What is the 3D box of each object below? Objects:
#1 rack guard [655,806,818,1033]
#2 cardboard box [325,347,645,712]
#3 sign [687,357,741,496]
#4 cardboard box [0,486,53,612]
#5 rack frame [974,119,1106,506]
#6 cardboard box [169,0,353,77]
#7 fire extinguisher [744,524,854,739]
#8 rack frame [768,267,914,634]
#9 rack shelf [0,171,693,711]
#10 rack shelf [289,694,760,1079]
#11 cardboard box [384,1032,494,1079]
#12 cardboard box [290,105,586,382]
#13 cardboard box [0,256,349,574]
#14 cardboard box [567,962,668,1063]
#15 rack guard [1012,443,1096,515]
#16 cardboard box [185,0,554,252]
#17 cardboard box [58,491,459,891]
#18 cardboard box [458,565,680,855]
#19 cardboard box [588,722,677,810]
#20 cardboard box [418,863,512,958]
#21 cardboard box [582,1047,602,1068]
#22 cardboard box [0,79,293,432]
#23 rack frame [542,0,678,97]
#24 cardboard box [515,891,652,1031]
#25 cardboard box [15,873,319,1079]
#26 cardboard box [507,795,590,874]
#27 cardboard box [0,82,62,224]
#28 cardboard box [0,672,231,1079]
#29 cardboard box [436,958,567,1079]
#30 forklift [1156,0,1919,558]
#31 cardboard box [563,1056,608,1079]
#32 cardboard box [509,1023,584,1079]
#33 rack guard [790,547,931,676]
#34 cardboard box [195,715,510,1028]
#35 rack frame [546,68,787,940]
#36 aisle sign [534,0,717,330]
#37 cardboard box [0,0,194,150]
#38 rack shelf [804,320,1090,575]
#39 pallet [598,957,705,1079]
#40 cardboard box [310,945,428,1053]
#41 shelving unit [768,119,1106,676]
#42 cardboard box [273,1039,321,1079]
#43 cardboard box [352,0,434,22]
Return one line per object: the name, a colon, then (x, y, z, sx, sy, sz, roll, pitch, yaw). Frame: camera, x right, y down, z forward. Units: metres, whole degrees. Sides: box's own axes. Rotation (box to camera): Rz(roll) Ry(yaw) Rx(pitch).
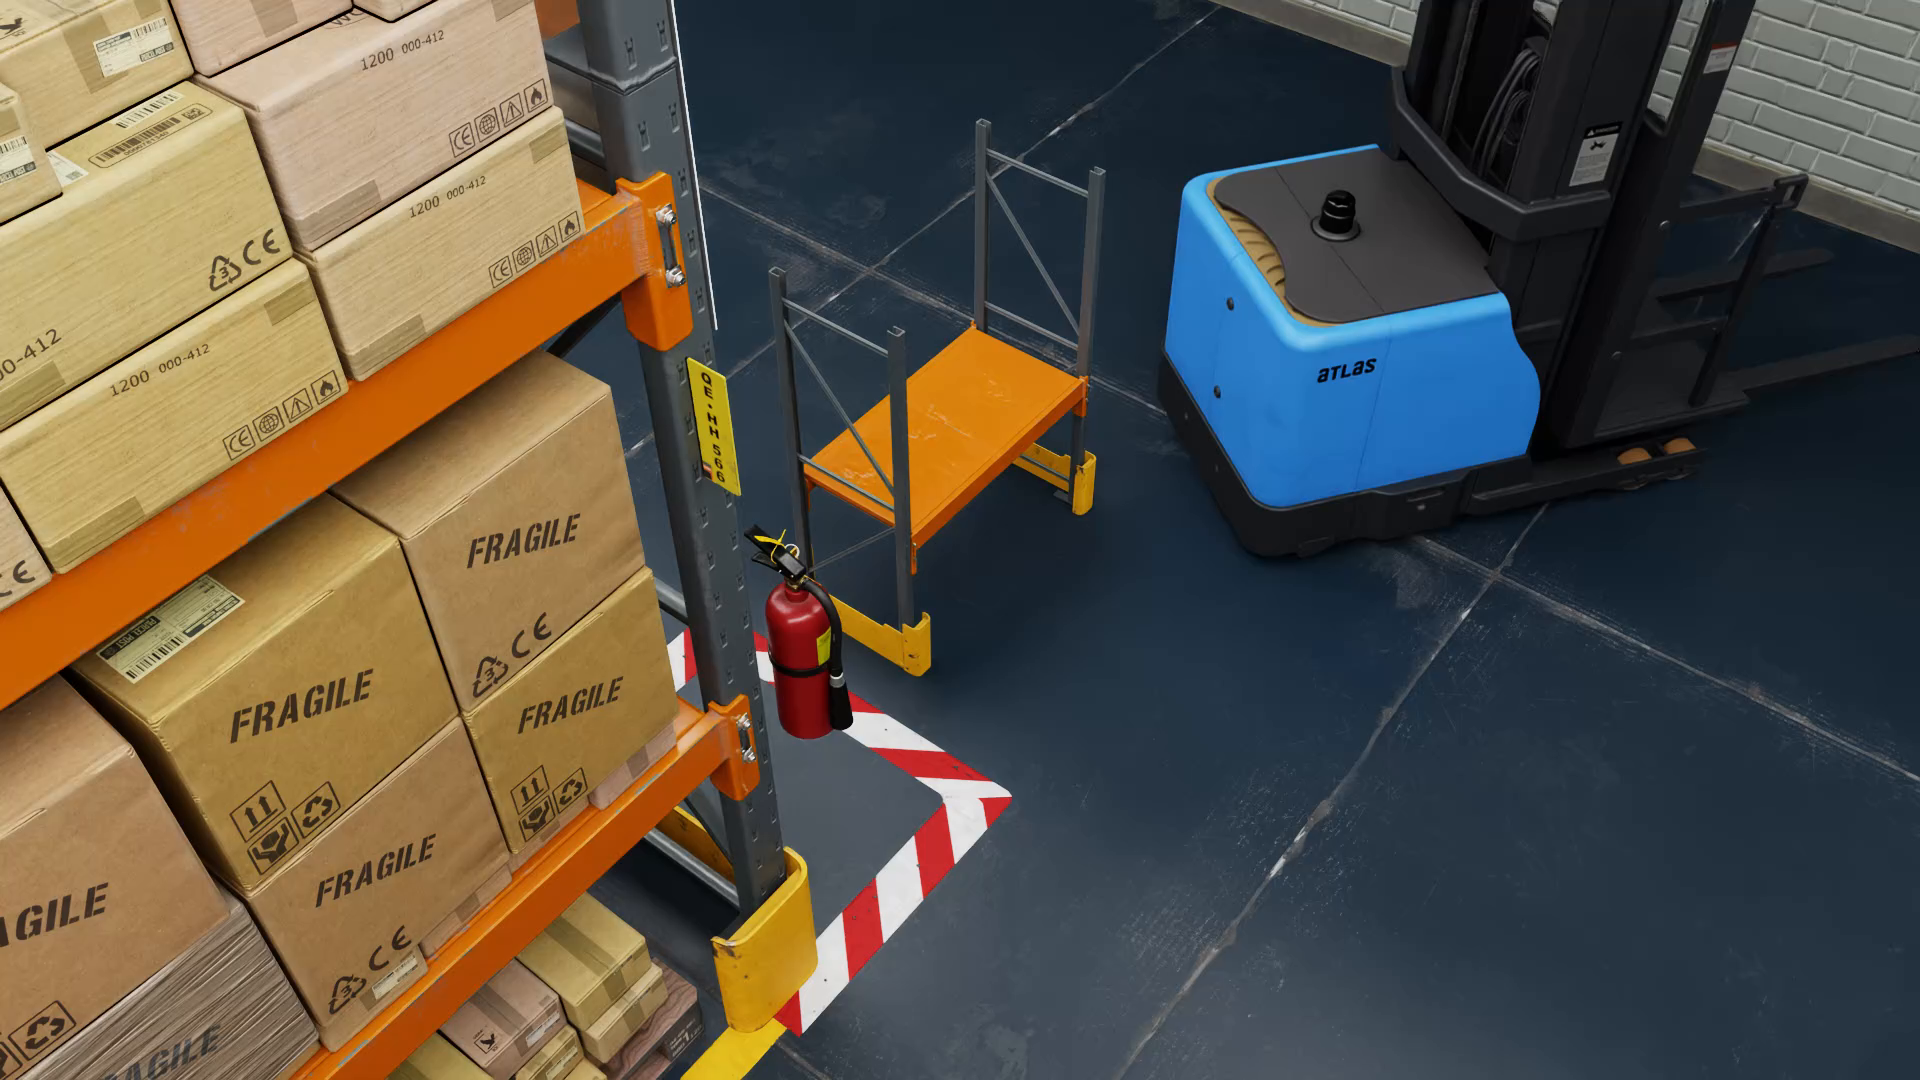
rack guard: (-0.971, 0.934, 5.012, 1.175, 0.500, 0.348, 29, 53, 25)
cardboard box: (-1.007, -0.084, 3.289, 0.500, 0.500, 0.500, 28, 52, 24)
sign: (-0.497, -0.225, 3.371, 0.100, 0.325, 0.005, 29, 53, 25)
cardboard box: (-1.613, -0.007, 2.211, 0.500, 0.250, 0.500, 31, 54, 26)
rack frame: (0.259, -0.760, 5.939, 0.500, 1.500, 0.032, 29, 53, 25)
cardboard box: (-1.106, -0.840, 2.386, 0.380, 0.149, 0.250, 30, 53, 25)
fire extinguisher: (-0.405, 0.243, 4.255, 0.296, 0.674, 0.183, 29, 53, 25)
rack frame: (-0.363, -0.178, 5.383, 0.500, 1.500, 0.032, 29, 53, 25)
rack shelf: (-2.147, 0.384, 2.232, 1.077, 0.370, 4.000, 29, 53, 25)
rack shelf: (-2.147, 1.420, 3.317, 1.077, 0.370, 4.000, 29, 53, 25)
cardboard box: (-1.304, 1.399, 4.109, 0.380, 0.149, 0.250, 28, 52, 24)
cardboard box: (-0.993, -0.580, 2.759, 0.500, 0.250, 0.500, 28, 52, 24)
cardboard box: (-1.299, -0.285, 2.477, 0.500, 0.250, 0.500, 29, 53, 25)
cardboard box: (-1.021, 1.192, 4.512, 0.380, 0.149, 0.250, 28, 52, 24)
rack guard: (0.258, -0.328, 6.390, 0.587, 0.250, 0.087, 29, 53, 25)
cardboard box: (-1.005, -0.754, 2.579, 0.500, 0.250, 0.500, 28, 52, 24)
cardboard box: (-1.317, 0.206, 3.012, 0.500, 0.500, 0.500, 27, 52, 24)
cardboard box: (-0.995, 0.261, 3.652, 0.500, 0.500, 0.500, 30, 53, 26)
cardboard box: (-0.900, 0.425, 3.943, 0.380, 0.149, 0.250, 29, 53, 25)
cardboard box: (-1.223, 0.701, 3.679, 0.380, 0.149, 0.250, 29, 53, 25)
cardboard box: (-1.081, 1.260, 4.653, 0.380, 0.149, 0.250, 30, 53, 26)
cardboard box: (-1.316, -0.461, 2.299, 0.500, 0.250, 0.500, 28, 52, 24)
rack frame: (-0.924, -2.045, 1.980, 1.000, 3.000, 0.127, 29, 53, 25)
cardboard box: (-1.047, 1.076, 4.417, 0.380, 0.149, 0.250, 30, 53, 25)
cardboard box: (-1.617, 0.848, 3.091, 0.500, 0.500, 0.500, 29, 53, 25)
cardboard box: (-1.082, 0.551, 3.823, 0.380, 0.149, 0.250, 29, 53, 25)
cardboard box: (-1.355, -0.503, 2.064, 0.380, 0.149, 0.250, 30, 53, 26)
cardboard box: (-1.628, 0.508, 2.724, 0.500, 0.500, 0.500, 32, 54, 27)
cardboard box: (-1.246, 1.195, 4.304, 0.380, 0.149, 0.250, 30, 53, 26)
forklift: (2.367, -1.561, 5.714, 3.031, 2.935, 1.130, -12, 48, -11)
cardboard box: (-1.158, 1.452, 4.469, 0.380, 0.149, 0.250, 31, 54, 26)
cardboard box: (-1.224, 1.318, 4.392, 0.380, 0.149, 0.250, 28, 52, 24)
rack guard: (-0.351, 0.242, 5.846, 0.587, 0.250, 0.087, 29, 53, 25)
cardboard box: (-1.314, 0.553, 3.372, 0.500, 0.500, 0.500, 28, 53, 24)
rack frame: (-0.924, 0.027, 4.150, 1.000, 3.000, 0.127, 29, 53, 25)
aisle sign: (-0.642, -0.780, 3.123, 0.394, 0.787, 0.004, 29, 53, 25)
cardboard box: (-1.280, -0.702, 2.254, 0.380, 0.149, 0.250, 28, 52, 24)
rack shelf: (-0.052, -0.345, 5.791, 0.538, 0.185, 1.000, 29, 53, 25)
pallet: (-1.495, 1.483, 4.687, 1.003, 0.211, 1.213, 29, 53, 25)
cardboard box: (-1.361, 0.858, 3.530, 0.380, 0.149, 0.250, 31, 54, 26)
shelving unit: (-0.047, -0.474, 5.666, 0.587, 1.500, 1.083, 29, 53, 25)
cardboard box: (-1.545, 0.995, 3.398, 0.380, 0.149, 0.250, 27, 52, 23)
cardboard box: (-0.895, -0.947, 2.488, 0.380, 0.149, 0.250, 29, 53, 25)
